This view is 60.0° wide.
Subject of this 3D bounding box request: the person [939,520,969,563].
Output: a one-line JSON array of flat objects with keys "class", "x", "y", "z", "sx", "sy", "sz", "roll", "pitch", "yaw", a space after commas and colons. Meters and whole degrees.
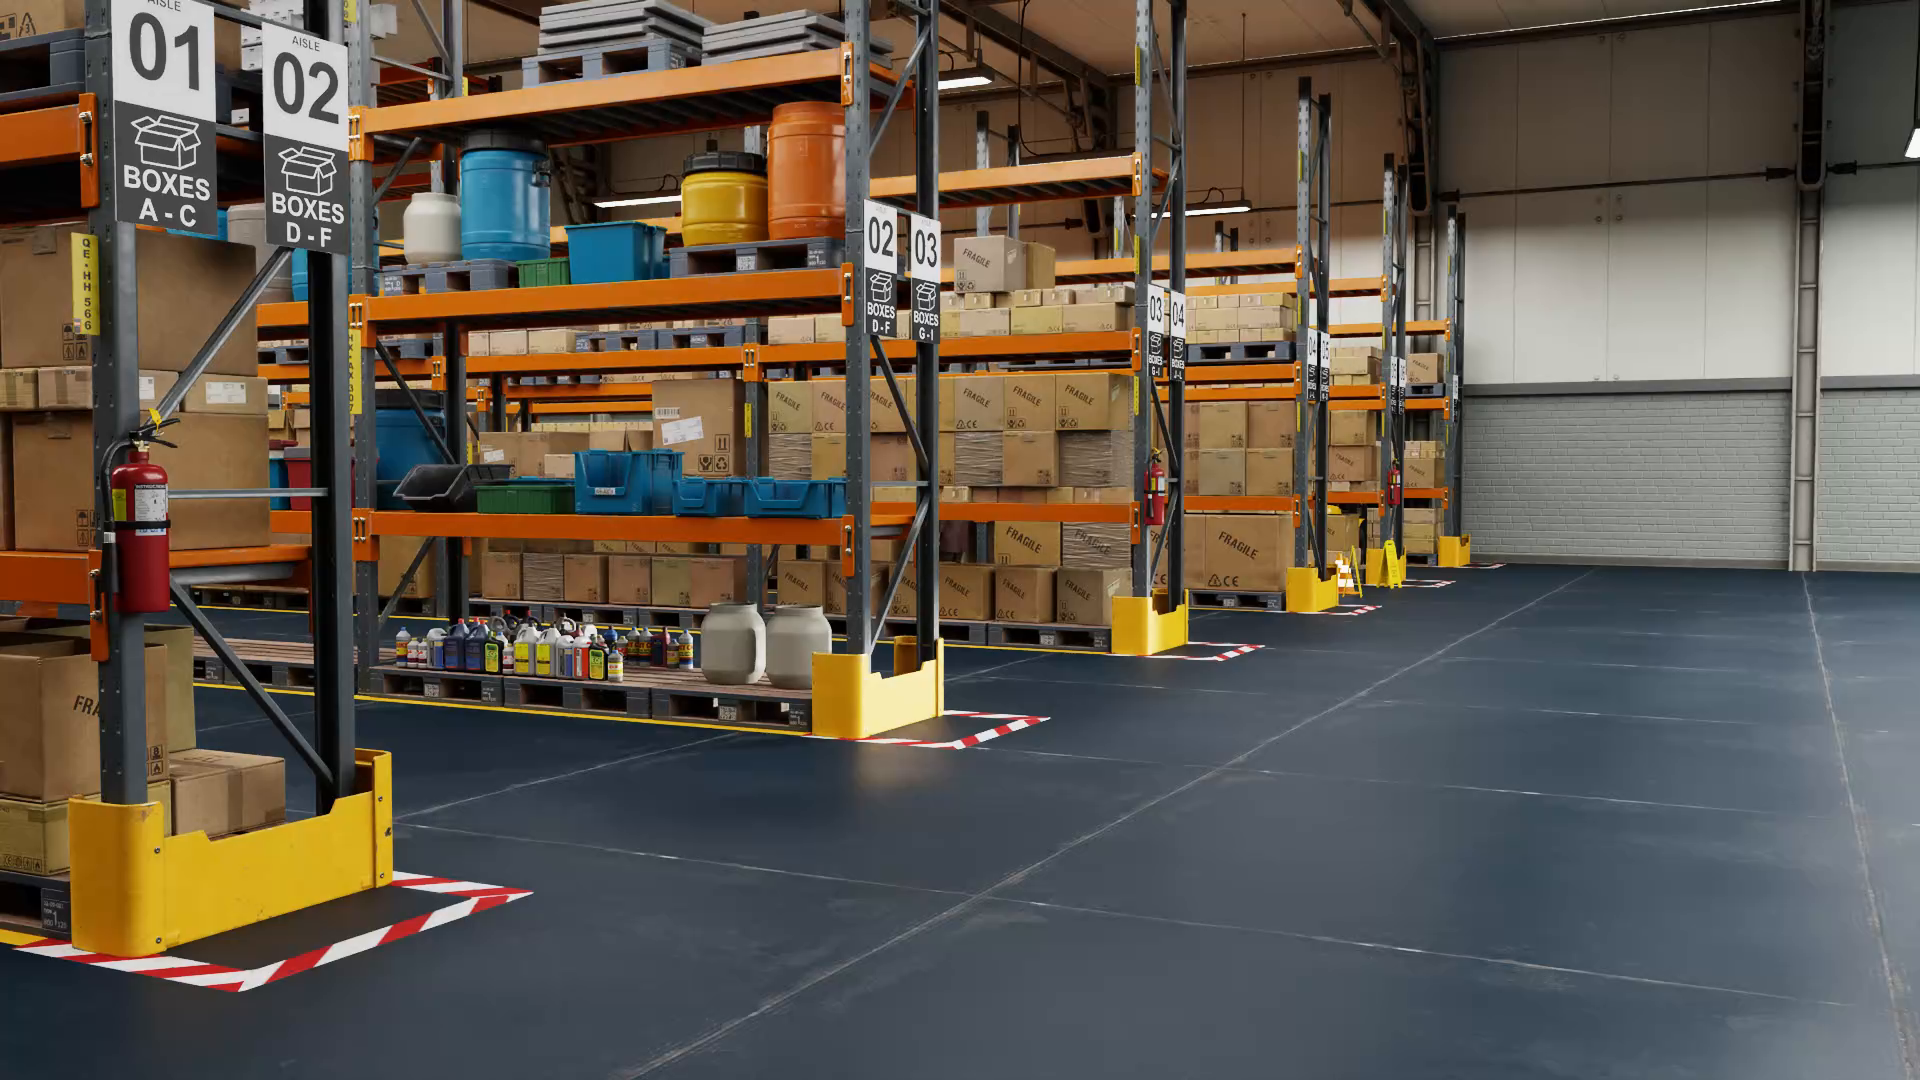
[{"class": "person", "x": -0.117, "y": -0.092, "z": 19.193, "sx": 0.424, "sy": 1.774, "sz": 0.643, "roll": 1, "pitch": 3, "yaw": 26}]
